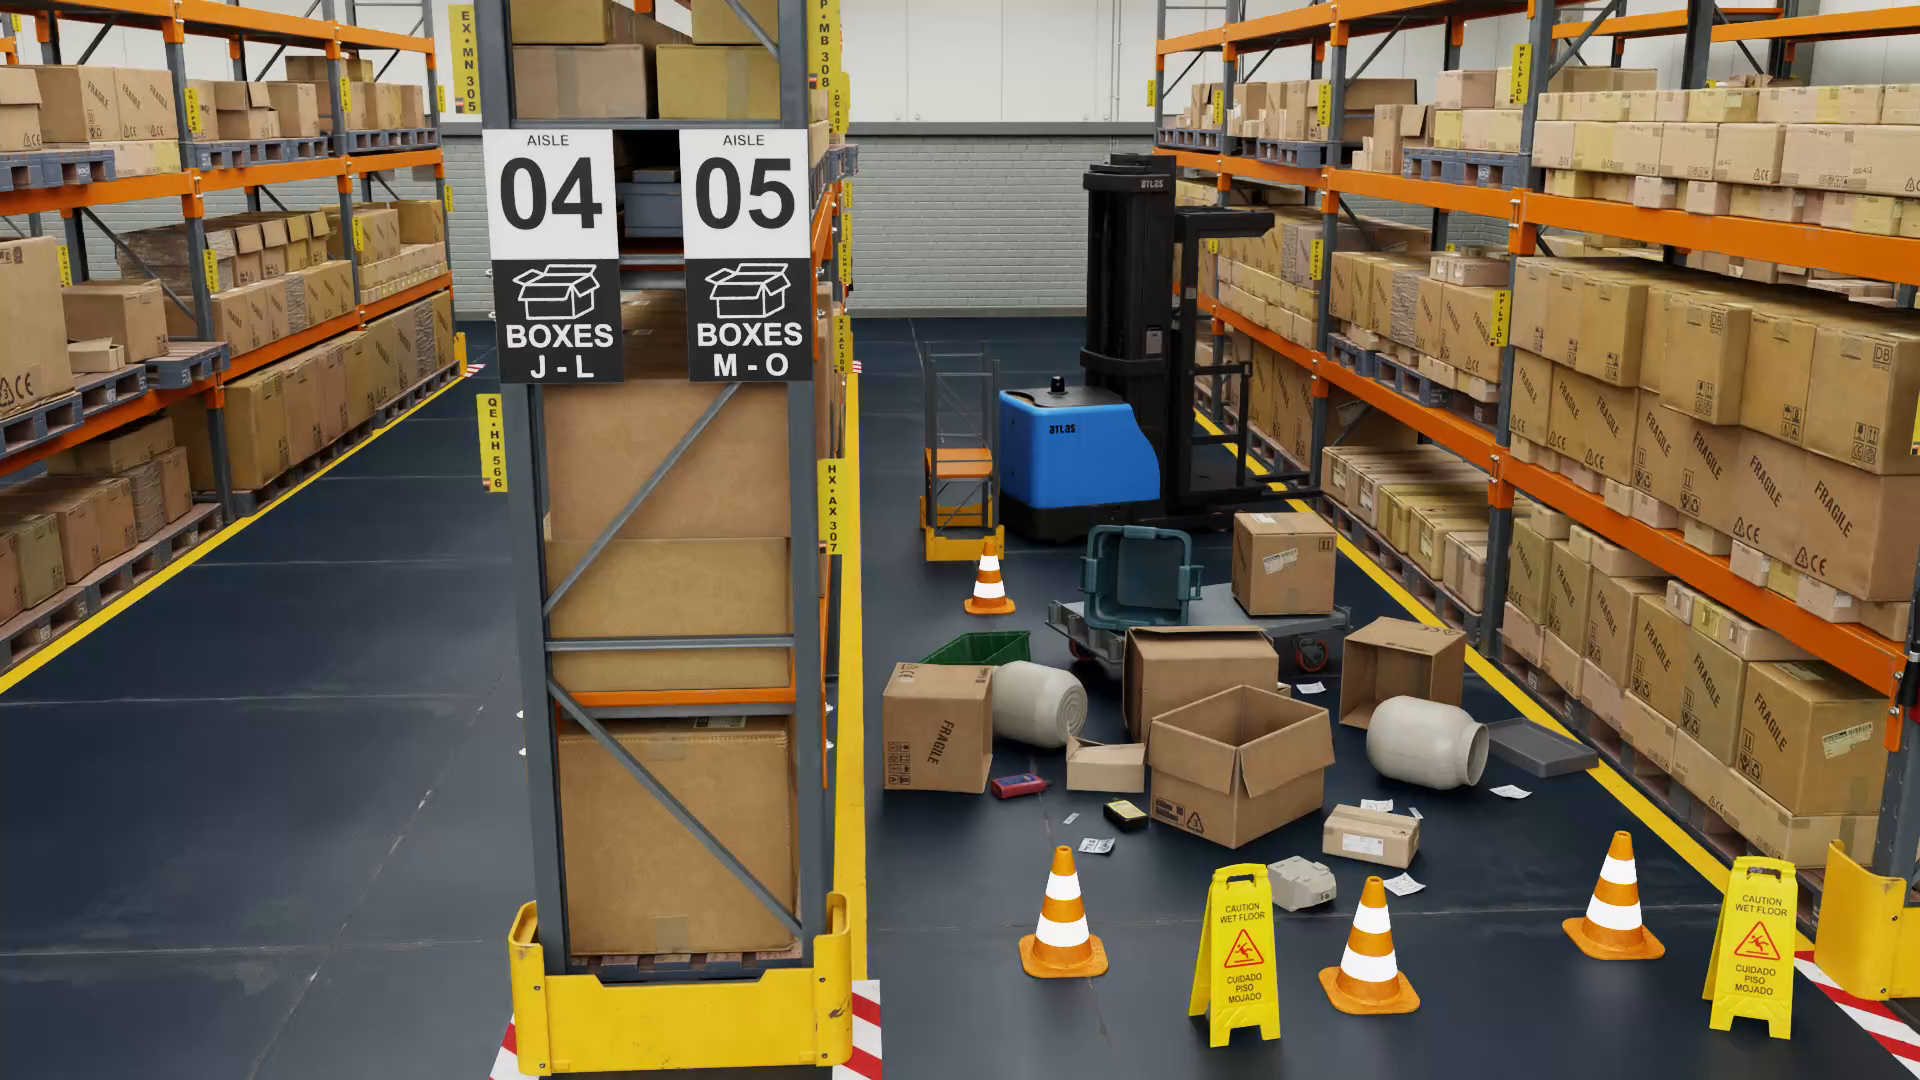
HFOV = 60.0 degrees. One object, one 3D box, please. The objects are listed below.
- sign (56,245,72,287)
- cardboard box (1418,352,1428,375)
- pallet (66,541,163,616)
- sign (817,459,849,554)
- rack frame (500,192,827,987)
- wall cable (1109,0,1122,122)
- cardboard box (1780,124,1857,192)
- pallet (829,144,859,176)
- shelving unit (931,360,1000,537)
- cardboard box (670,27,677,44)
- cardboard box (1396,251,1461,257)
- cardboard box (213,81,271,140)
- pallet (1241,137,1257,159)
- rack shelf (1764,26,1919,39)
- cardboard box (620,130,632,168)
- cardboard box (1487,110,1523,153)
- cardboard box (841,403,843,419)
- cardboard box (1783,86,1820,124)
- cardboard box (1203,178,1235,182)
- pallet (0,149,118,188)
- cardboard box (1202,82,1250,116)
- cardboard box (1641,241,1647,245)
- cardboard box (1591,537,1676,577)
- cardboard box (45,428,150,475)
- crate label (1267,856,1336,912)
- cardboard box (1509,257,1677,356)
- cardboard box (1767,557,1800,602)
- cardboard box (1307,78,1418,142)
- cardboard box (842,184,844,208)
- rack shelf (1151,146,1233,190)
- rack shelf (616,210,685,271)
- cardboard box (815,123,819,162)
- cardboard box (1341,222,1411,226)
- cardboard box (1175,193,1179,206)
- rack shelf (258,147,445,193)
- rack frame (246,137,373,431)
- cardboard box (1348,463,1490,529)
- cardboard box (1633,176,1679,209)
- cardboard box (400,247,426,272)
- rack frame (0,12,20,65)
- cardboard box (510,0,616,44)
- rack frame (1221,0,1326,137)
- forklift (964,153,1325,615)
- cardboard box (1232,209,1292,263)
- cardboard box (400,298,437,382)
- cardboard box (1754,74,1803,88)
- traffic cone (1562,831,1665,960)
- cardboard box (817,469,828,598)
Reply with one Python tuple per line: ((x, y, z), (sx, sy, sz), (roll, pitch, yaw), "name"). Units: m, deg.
((-6.982, -2.135, 12.982), (0.100, 0.325, 0.005), (-1, 14, -3), "sign")
((3.354, -1.201, 11.338), (0.380, 0.149, 0.250), (-1, 14, -3), "cardboard box")
((-6.309, 0.264, 11.578), (1.003, 0.211, 1.213), (-1, 14, -3), "pallet")
((-0.422, -0.110, 5.540), (0.100, 0.325, 0.005), (-1, 14, -3), "sign")
((-0.976, 0.354, 5.630), (1.000, 3.000, 0.127), (-1, 14, -3), "rack frame")
((2.334, -8.042, 26.224), (0.463, 3.000, 0.029), (-1, 14, -3), "wall cable")
((3.641, -1.520, 6.598), (0.500, 0.250, 0.500), (-1, 14, -4), "cardboard box")
((-1.379, -2.837, 12.393), (1.213, 0.211, 1.003), (0, 14, -1), "pallet")
((0.007, -0.697, 12.726), (0.500, 1.500, 0.985), (-1, 14, -3), "shelving unit")
((-1.460, -2.197, 7.387), (0.380, 0.149, 0.250), (-1, 14, -4), "cardboard box")
((3.768, -2.024, 13.233), (0.500, 0.500, 0.500), (-1, 14, -5), "cardboard box")
((-6.576, -3.798, 14.697), (0.797, 0.503, 0.637), (-1, 14, -4), "cardboard box")
((3.321, -3.864, 16.391), (0.805, 0.209, 1.217), (-1, 15, -6), "pallet")
((8.293, -4.770, 15.360), (0.919, 0.124, 3.809), (-1, 14, -3), "rack shelf")
((-1.349, -1.369, 5.767), (0.380, 0.149, 0.250), (-1, 14, -3), "cardboard box")
((3.530, -2.469, 10.039), (0.500, 0.250, 0.500), (-1, 14, -5), "cardboard box")
((-1.295, -0.933, 14.807), (0.500, 0.500, 0.500), (-1, 14, -3), "cardboard box")
((3.659, -1.797, 6.874), (0.380, 0.149, 0.250), (-1, 14, -3), "cardboard box")
((3.229, -4.424, 20.693), (0.380, 0.149, 0.250), (-1, 14, -2), "cardboard box")
((-6.180, -2.364, 10.551), (1.213, 0.211, 1.003), (-1, 14, -3), "pallet")
((3.099, -4.821, 18.474), (0.797, 0.503, 0.637), (0, 14, 1), "cardboard box")
((8.271, -3.514, 20.367), (0.500, 0.250, 0.500), (0, 14, -2), "cardboard box")
((3.479, 0.086, 8.539), (0.380, 0.149, 0.250), (0, 14, 0), "cardboard box")
((-6.314, -0.652, 12.168), (0.500, 0.250, 0.500), (1, 14, 3), "cardboard box")
((1.447, 1.459, 7.080), (0.250, 0.136, 0.298), (-9, 17, -32), "crate label")
((3.521, -1.306, 9.279), (0.700, 0.500, 0.500), (-1, 14, -4), "cardboard box")
((3.601, 0.159, 6.892), (0.380, 0.149, 0.250), (-1, 14, -4), "cardboard box")
((3.289, -3.534, 13.674), (0.797, 0.503, 0.637), (-2, 15, -7), "cardboard box")
((-1.582, -3.805, 18.991), (0.500, 0.500, 0.500), (-1, 14, -5), "cardboard box")
((3.091, -4.333, 19.273), (1.077, 0.370, 4.000), (-1, 14, -3), "rack shelf")
((-1.100, -1.377, 7.246), (0.919, 0.052, 3.809), (-1, 14, -3), "rack shelf")
((-0.709, -1.444, 6.062), (0.380, 0.149, 0.250), (-1, 14, -3), "cardboard box")
((3.636, -2.519, 14.591), (0.500, 0.500, 0.500), (-1, 14, -3), "cardboard box")
((2.791, -3.879, 19.876), (0.500, 0.500, 0.500), (-1, 14, -4), "cardboard box")
((-6.800, -4.180, 18.678), (1.077, 0.370, 4.000), (-1, 14, -3), "rack shelf")
((-6.676, -2.579, 17.029), (1.000, 3.000, 0.127), (-1, 14, -3), "rack frame")
((3.542, -0.344, 12.773), (0.950, 0.372, 0.625), (-1, 14, -5), "cardboard box")
((3.477, -1.670, 7.981), (0.380, 0.149, 0.250), (-1, 14, -5), "cardboard box")
((-6.566, -3.276, 19.442), (0.500, 0.250, 0.500), (-1, 14, -5), "cardboard box")
((-11.867, -6.402, 19.851), (1.000, 3.000, 0.127), (-1, 14, -3), "rack frame")
((-1.335, -1.693, 5.428), (0.380, 0.149, 0.250), (-1, 14, -3), "cardboard box")
((3.215, -5.637, 16.876), (1.000, 3.000, 0.127), (-1, 14, -3), "rack frame")
((1.572, -1.375, 12.487), (4.086, 2.935, 2.622), (-5, 15, -19), "forklift")
((3.014, -3.024, 16.554), (0.500, 0.500, 0.500), (-1, 14, -4), "cardboard box")
((-6.748, -2.364, 19.614), (0.875, 0.875, 0.875), (-1, 14, -3), "cardboard box")
((8.306, -4.597, 16.884), (0.396, 0.266, 0.258), (-1, 14, -3), "cardboard box")
((2.644, 1.394, 6.679), (0.336, 0.463, 0.334), (-1, 14, -3), "traffic cone")
((-1.009, -0.088, 7.046), (0.875, 0.550, 0.550), (-1, 14, -3), "cardboard box")
